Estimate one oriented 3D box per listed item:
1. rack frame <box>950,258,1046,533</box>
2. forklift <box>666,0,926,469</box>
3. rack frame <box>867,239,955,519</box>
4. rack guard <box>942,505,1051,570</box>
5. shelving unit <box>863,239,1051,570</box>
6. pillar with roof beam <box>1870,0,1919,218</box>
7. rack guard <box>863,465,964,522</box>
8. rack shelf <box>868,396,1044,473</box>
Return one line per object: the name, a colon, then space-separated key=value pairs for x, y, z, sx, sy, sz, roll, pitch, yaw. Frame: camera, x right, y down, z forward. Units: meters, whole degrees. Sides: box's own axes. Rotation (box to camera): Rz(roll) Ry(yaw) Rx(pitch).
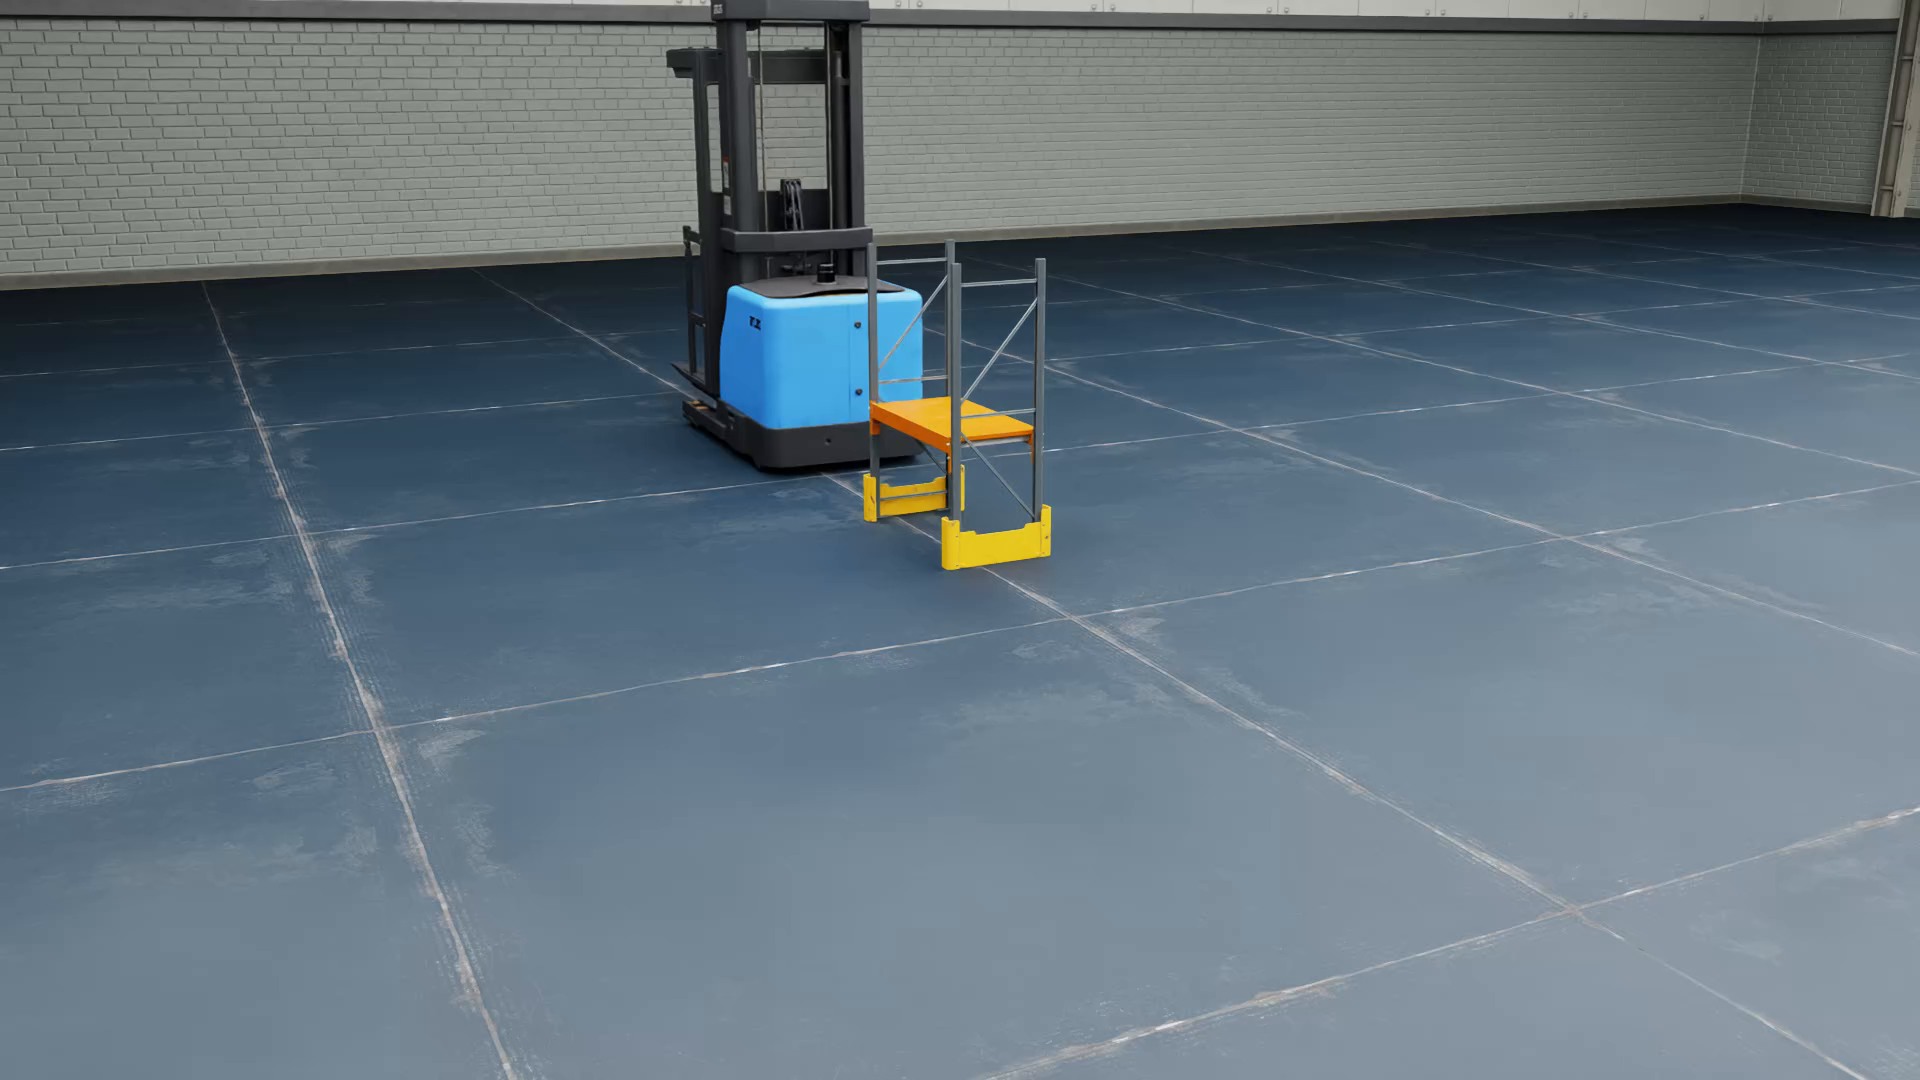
rack frame: x=0.185 y=-0.616 z=8.178 sx=0.500 sy=1.500 sz=0.032 roll=-8 pitch=18 yaw=-25
forklift: x=-1.275 y=-2.202 z=11.112 sx=1.130 sy=2.935 sz=3.031 roll=-7 pitch=17 yaw=-23
rack frame: x=-0.260 y=-0.868 z=9.057 sx=0.500 sy=1.500 sz=0.032 roll=-8 pitch=18 yaw=-25
rack guard: x=0.185 y=-0.016 z=8.352 sx=0.587 sy=0.250 sz=0.087 roll=-8 pitch=18 yaw=-25
shelving unit: x=-0.033 y=-0.740 z=8.610 sx=0.587 sy=1.500 sz=1.083 roll=-8 pitch=18 yaw=-25
pillar with roof beam: x=11.315 y=-9.108 z=24.176 sx=9.100 sy=9.000 sz=0.400 roll=-8 pitch=18 yaw=-25
rack guard: x=-0.252 y=-0.263 z=9.212 sx=0.587 sy=0.250 sz=0.087 roll=-8 pitch=18 yaw=-25
rack shelf: x=-0.037 y=-0.569 z=8.667 sx=0.538 sy=0.185 sz=1.000 roll=-8 pitch=18 yaw=-25
